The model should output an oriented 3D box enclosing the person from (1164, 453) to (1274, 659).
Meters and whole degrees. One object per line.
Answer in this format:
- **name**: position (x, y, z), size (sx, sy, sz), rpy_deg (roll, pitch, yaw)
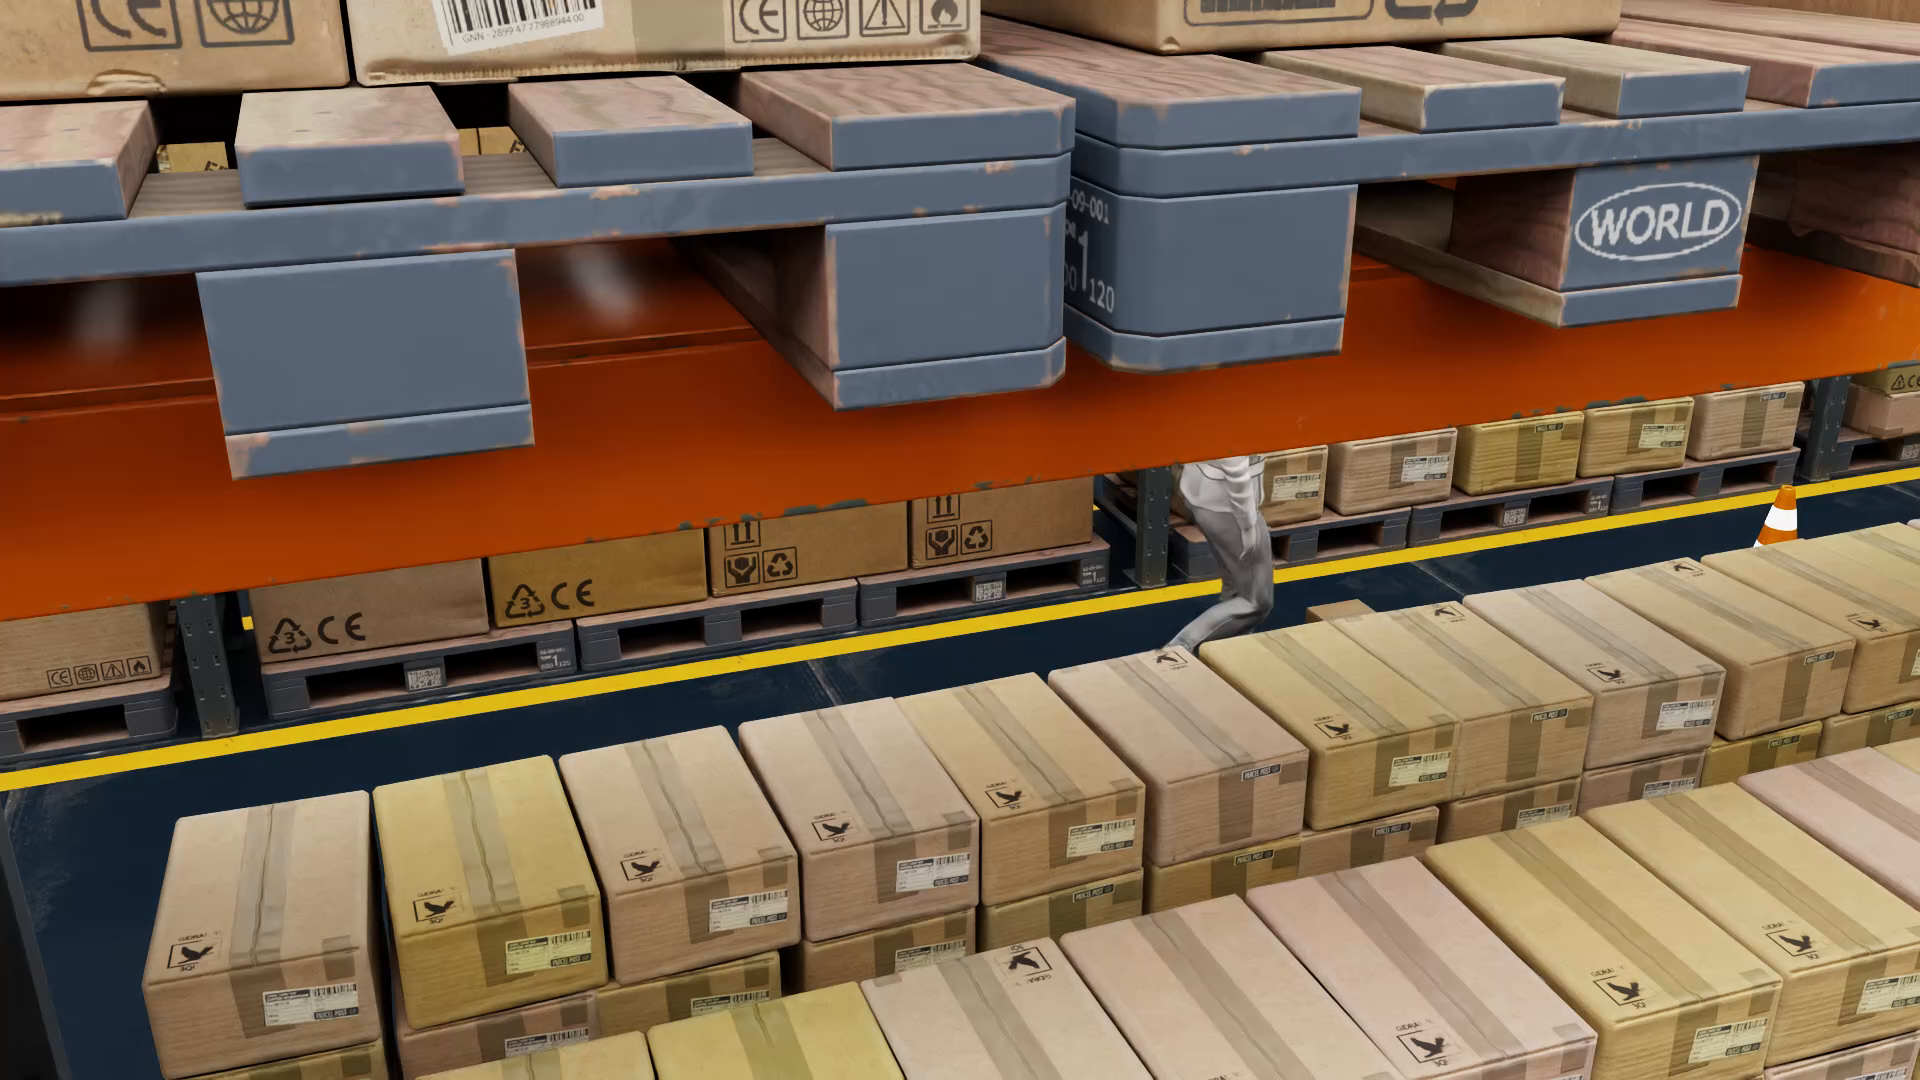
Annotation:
- **person**: position (1.038, -0.141, 6.366), size (0.676, 1.659, 0.512), rpy_deg (-4, 23, -9)
